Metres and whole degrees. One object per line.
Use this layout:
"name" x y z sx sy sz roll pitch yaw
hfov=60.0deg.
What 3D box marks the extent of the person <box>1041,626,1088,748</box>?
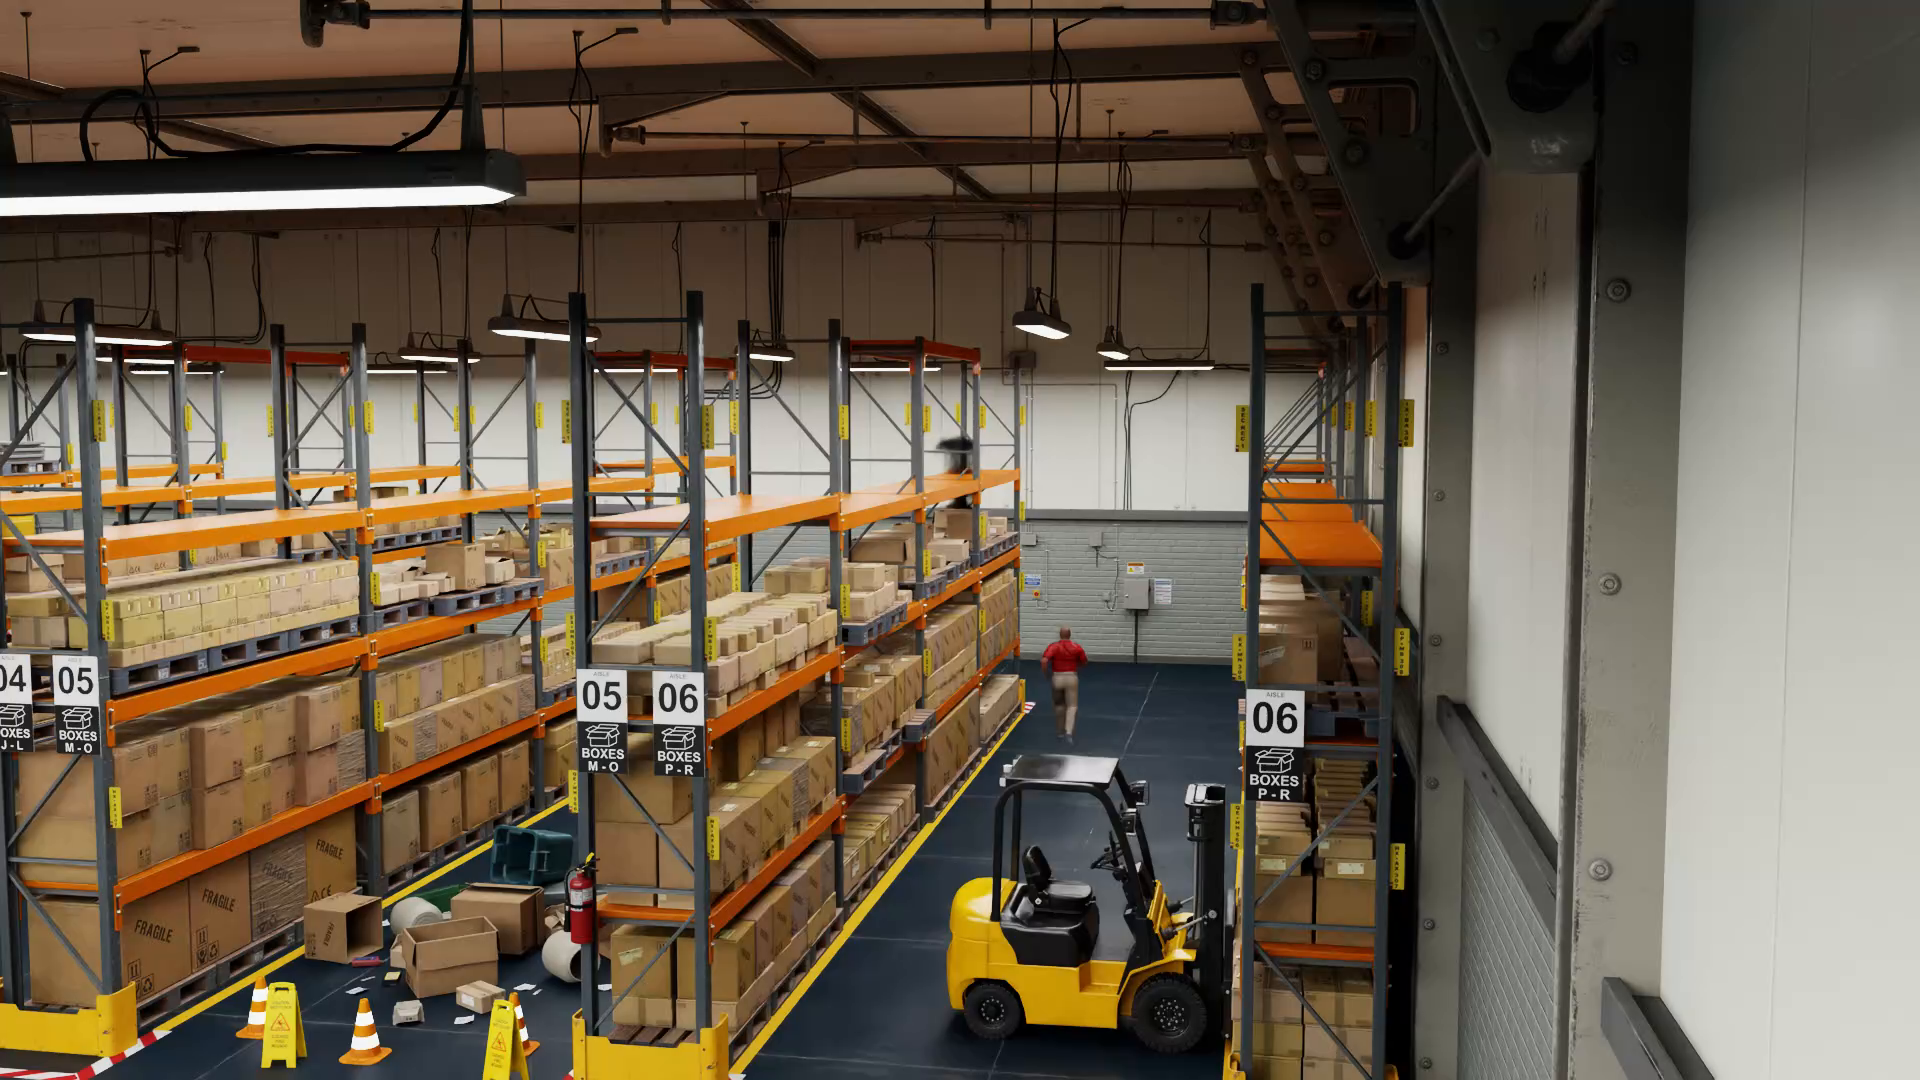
"person" 1.528 2.114 24.243 0.670 1.753 0.876 1 5 7
